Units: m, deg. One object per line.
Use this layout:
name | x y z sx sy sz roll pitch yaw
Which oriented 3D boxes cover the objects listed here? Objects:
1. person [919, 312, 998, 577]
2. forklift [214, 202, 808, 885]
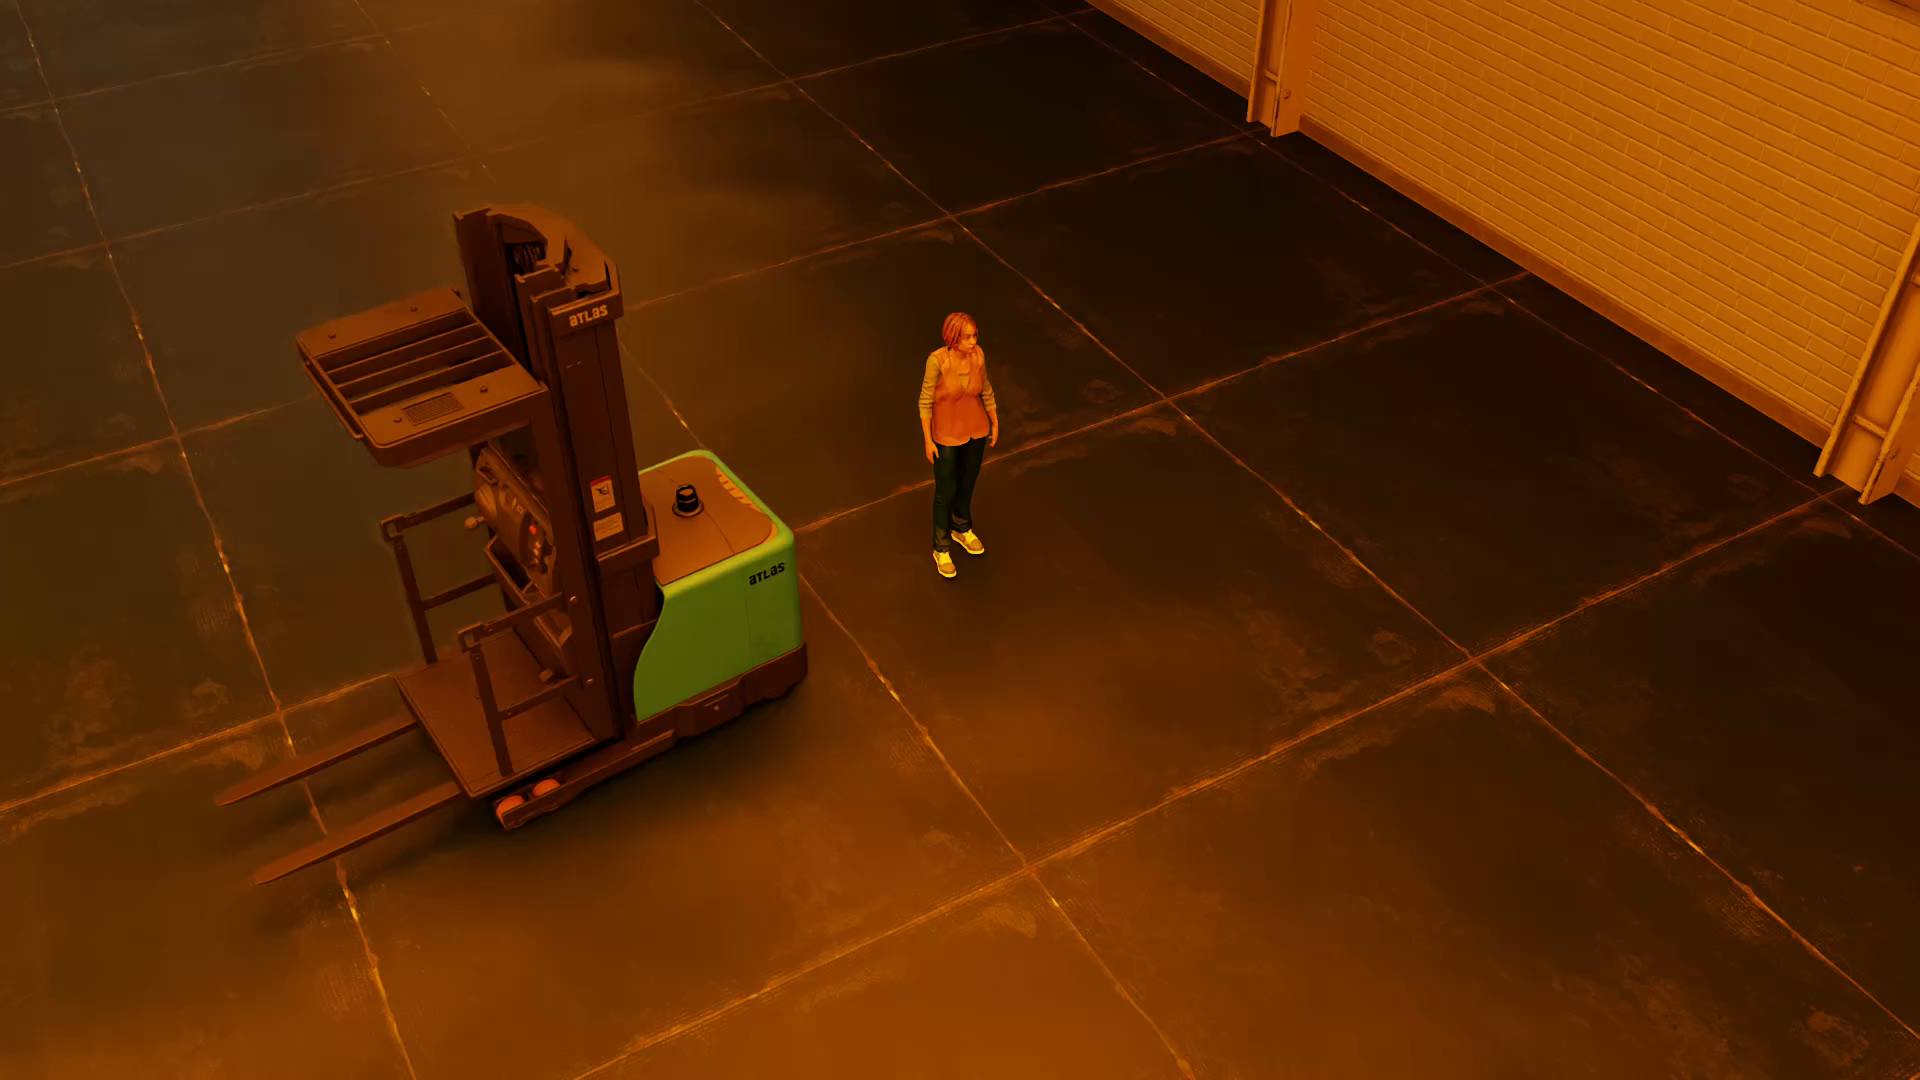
person | 0.024 -0.570 9.768 0.520 1.582 0.476 -20 44 -23
forklift | -2.349 -0.035 8.078 3.031 2.935 1.130 -24 46 -27
